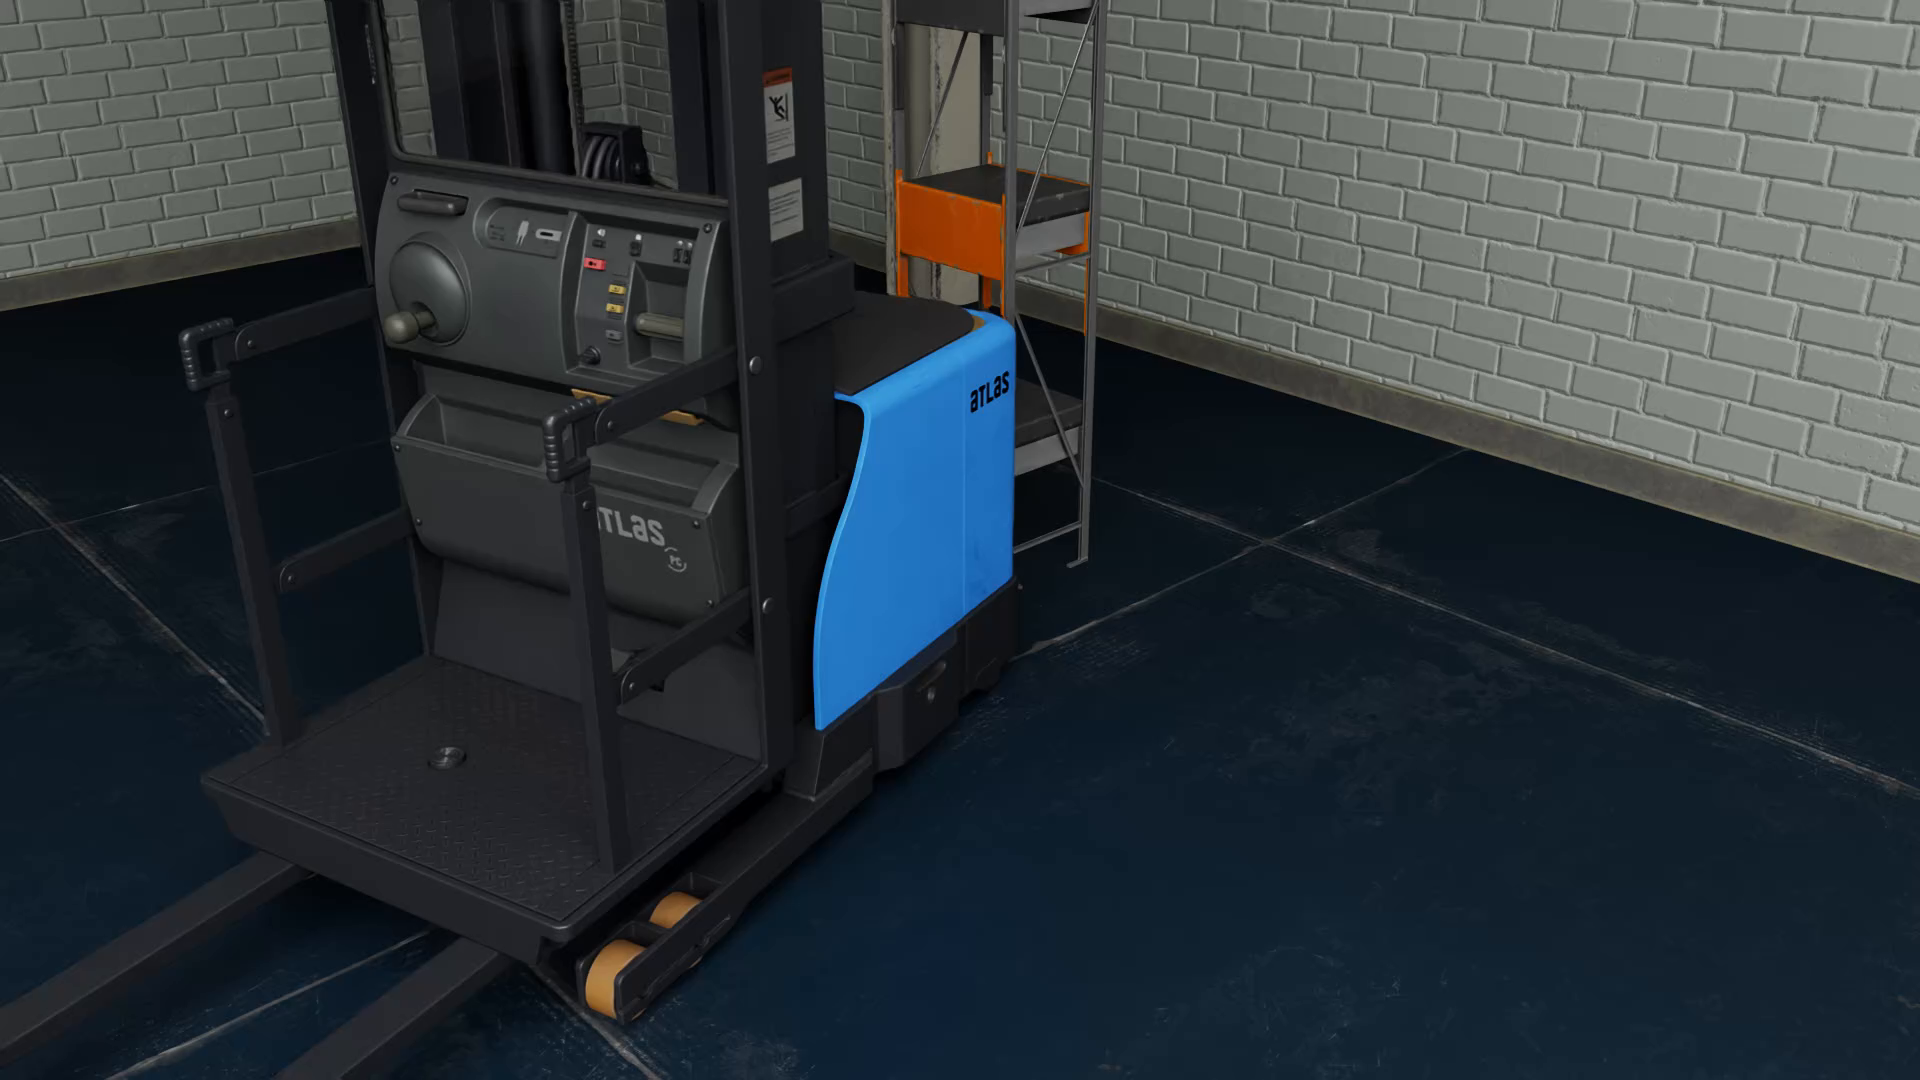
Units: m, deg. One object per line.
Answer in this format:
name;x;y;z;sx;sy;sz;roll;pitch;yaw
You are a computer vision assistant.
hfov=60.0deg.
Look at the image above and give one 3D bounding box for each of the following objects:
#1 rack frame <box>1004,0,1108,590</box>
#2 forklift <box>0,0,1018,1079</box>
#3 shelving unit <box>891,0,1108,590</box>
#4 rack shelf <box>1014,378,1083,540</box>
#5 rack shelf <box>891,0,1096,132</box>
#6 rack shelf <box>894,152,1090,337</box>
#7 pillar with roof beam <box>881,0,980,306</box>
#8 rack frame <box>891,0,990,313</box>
rack frame;0.280;-0.831;5.042;0.400;2.100;0.015;-21;32;-38
forklift;-1.003;-0.534;3.388;1.130;2.935;3.031;13;28;27
shelving unit;0.113;-0.905;5.204;0.431;2.100;0.503;-21;32;-38
rack shelf;0.113;-0.256;5.500;0.431;0.518;0.480;-21;32;-38
rack shelf;0.113;-1.530;4.919;0.431;0.518;0.480;-21;32;-38
rack shelf;0.113;-0.893;5.210;0.431;0.518;0.480;-21;32;-38
pillar with roof beam;-3.273;-4.107;3.911;9.100;9.000;0.400;-21;32;-38
rack frame;-0.054;-0.979;5.366;0.400;2.100;0.015;-21;32;-38
